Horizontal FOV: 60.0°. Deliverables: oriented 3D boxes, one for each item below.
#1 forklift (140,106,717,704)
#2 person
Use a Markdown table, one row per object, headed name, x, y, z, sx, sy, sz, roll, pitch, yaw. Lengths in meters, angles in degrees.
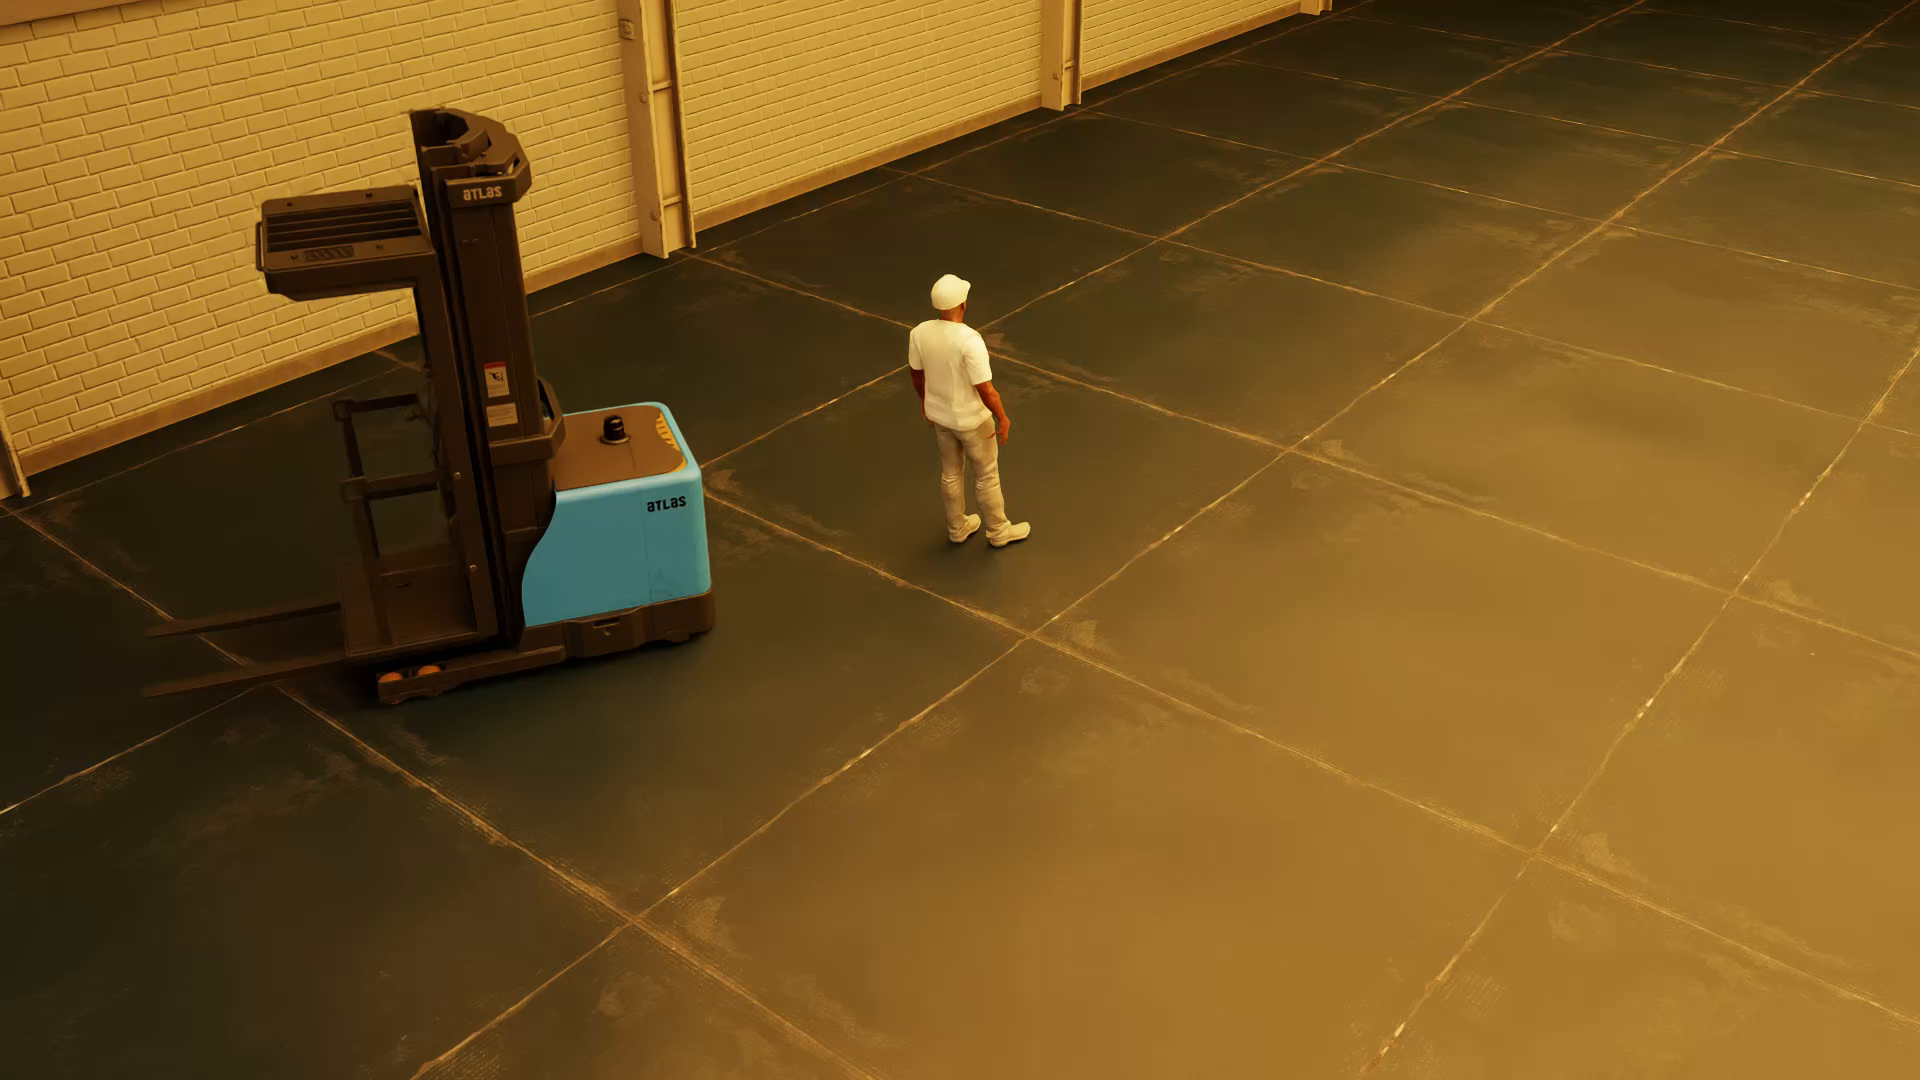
| name | x | y | z | sx | sy | sz | roll | pitch | yaw |
| --- | --- | --- | --- | --- | --- | --- | --- | --- | --- |
| forklift | -2.970 | -0.681 | 8.759 | 3.031 | 2.935 | 1.130 | -11 | 32 | -18 |
| person | 0.048 | -0.795 | 10.095 | 0.666 | 1.768 | 0.575 | 22 | 37 | 33 |
